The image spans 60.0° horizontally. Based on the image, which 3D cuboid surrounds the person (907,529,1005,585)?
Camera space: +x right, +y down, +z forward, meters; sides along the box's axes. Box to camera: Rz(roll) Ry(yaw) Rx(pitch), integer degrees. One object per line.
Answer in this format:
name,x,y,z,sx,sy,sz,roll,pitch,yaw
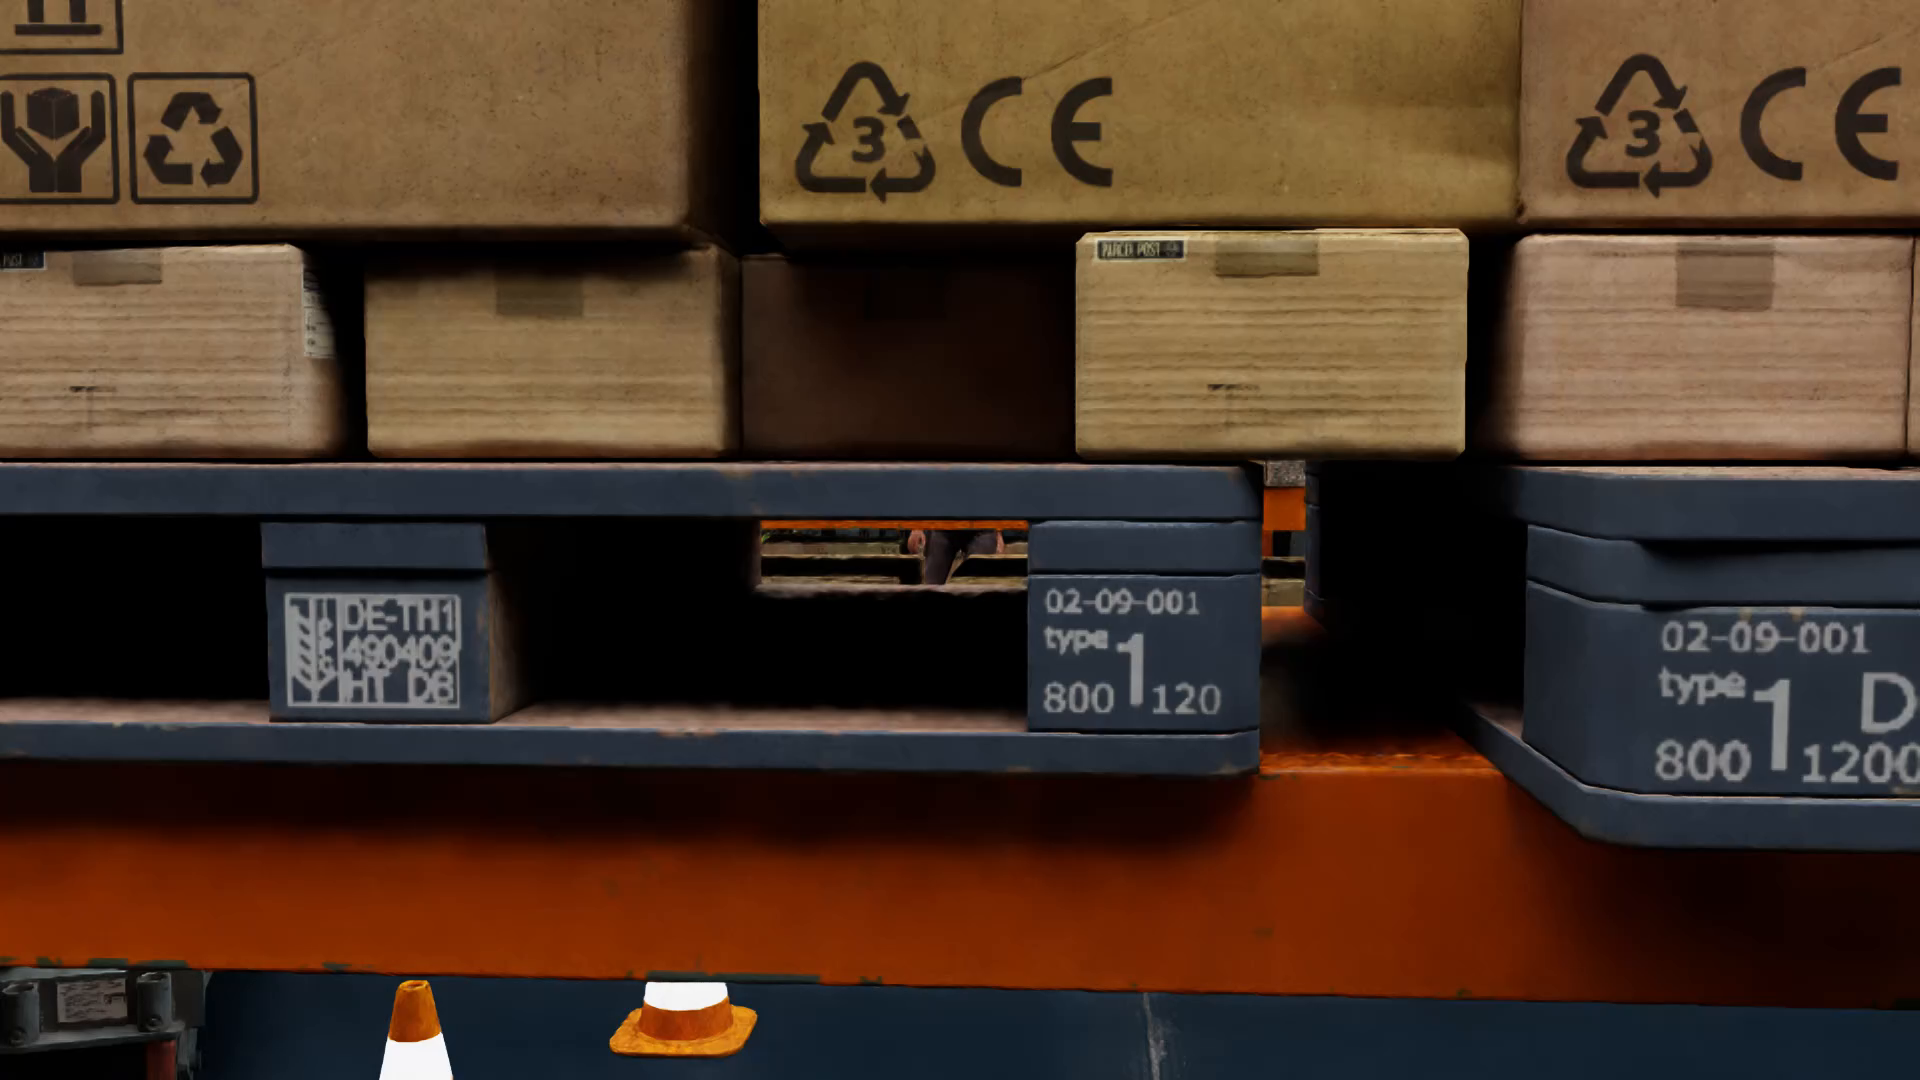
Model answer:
person,-0.030,0.029,10.112,0.673,1.575,0.502,0,4,-3
